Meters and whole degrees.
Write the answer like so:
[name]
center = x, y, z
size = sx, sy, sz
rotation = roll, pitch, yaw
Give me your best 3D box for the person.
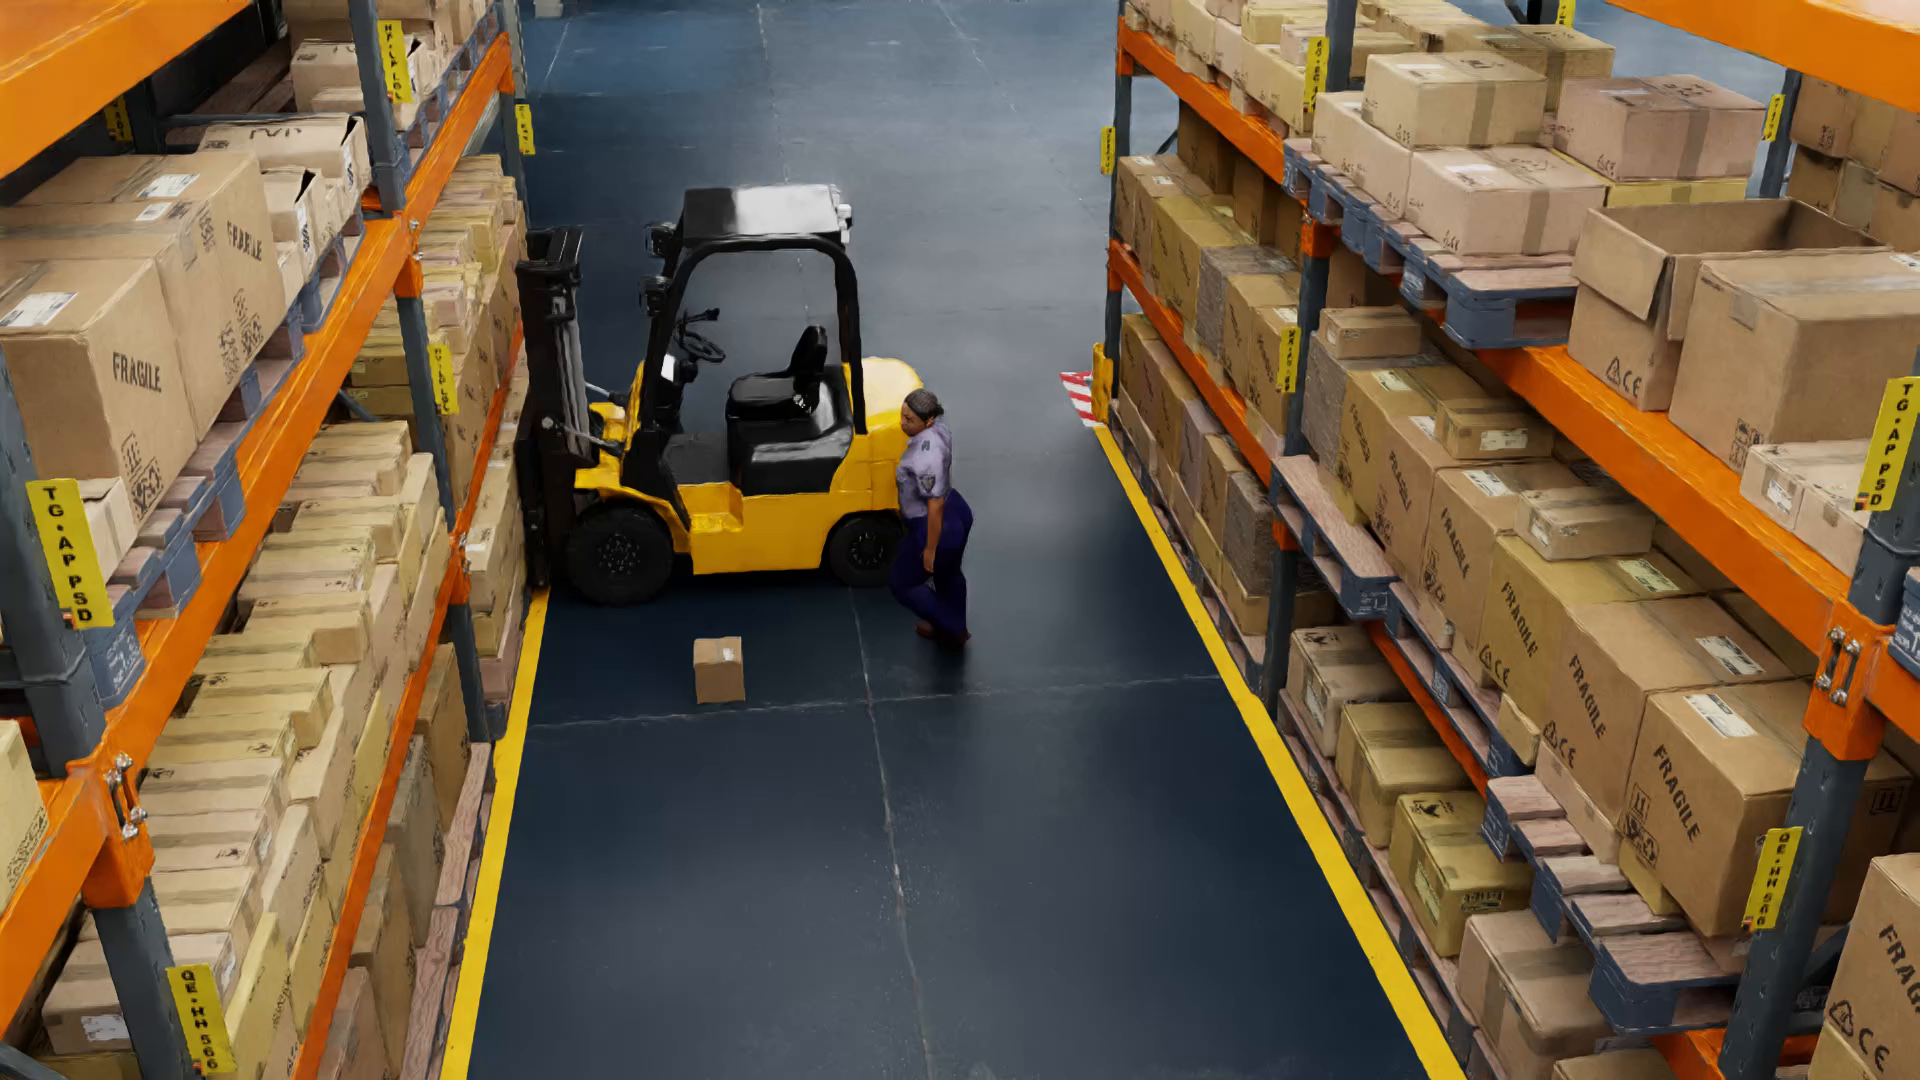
[person]
center = -0.153, -0.080, 8.786
size = 0.434, 1.616, 0.615
rotation = 6, 28, 11
